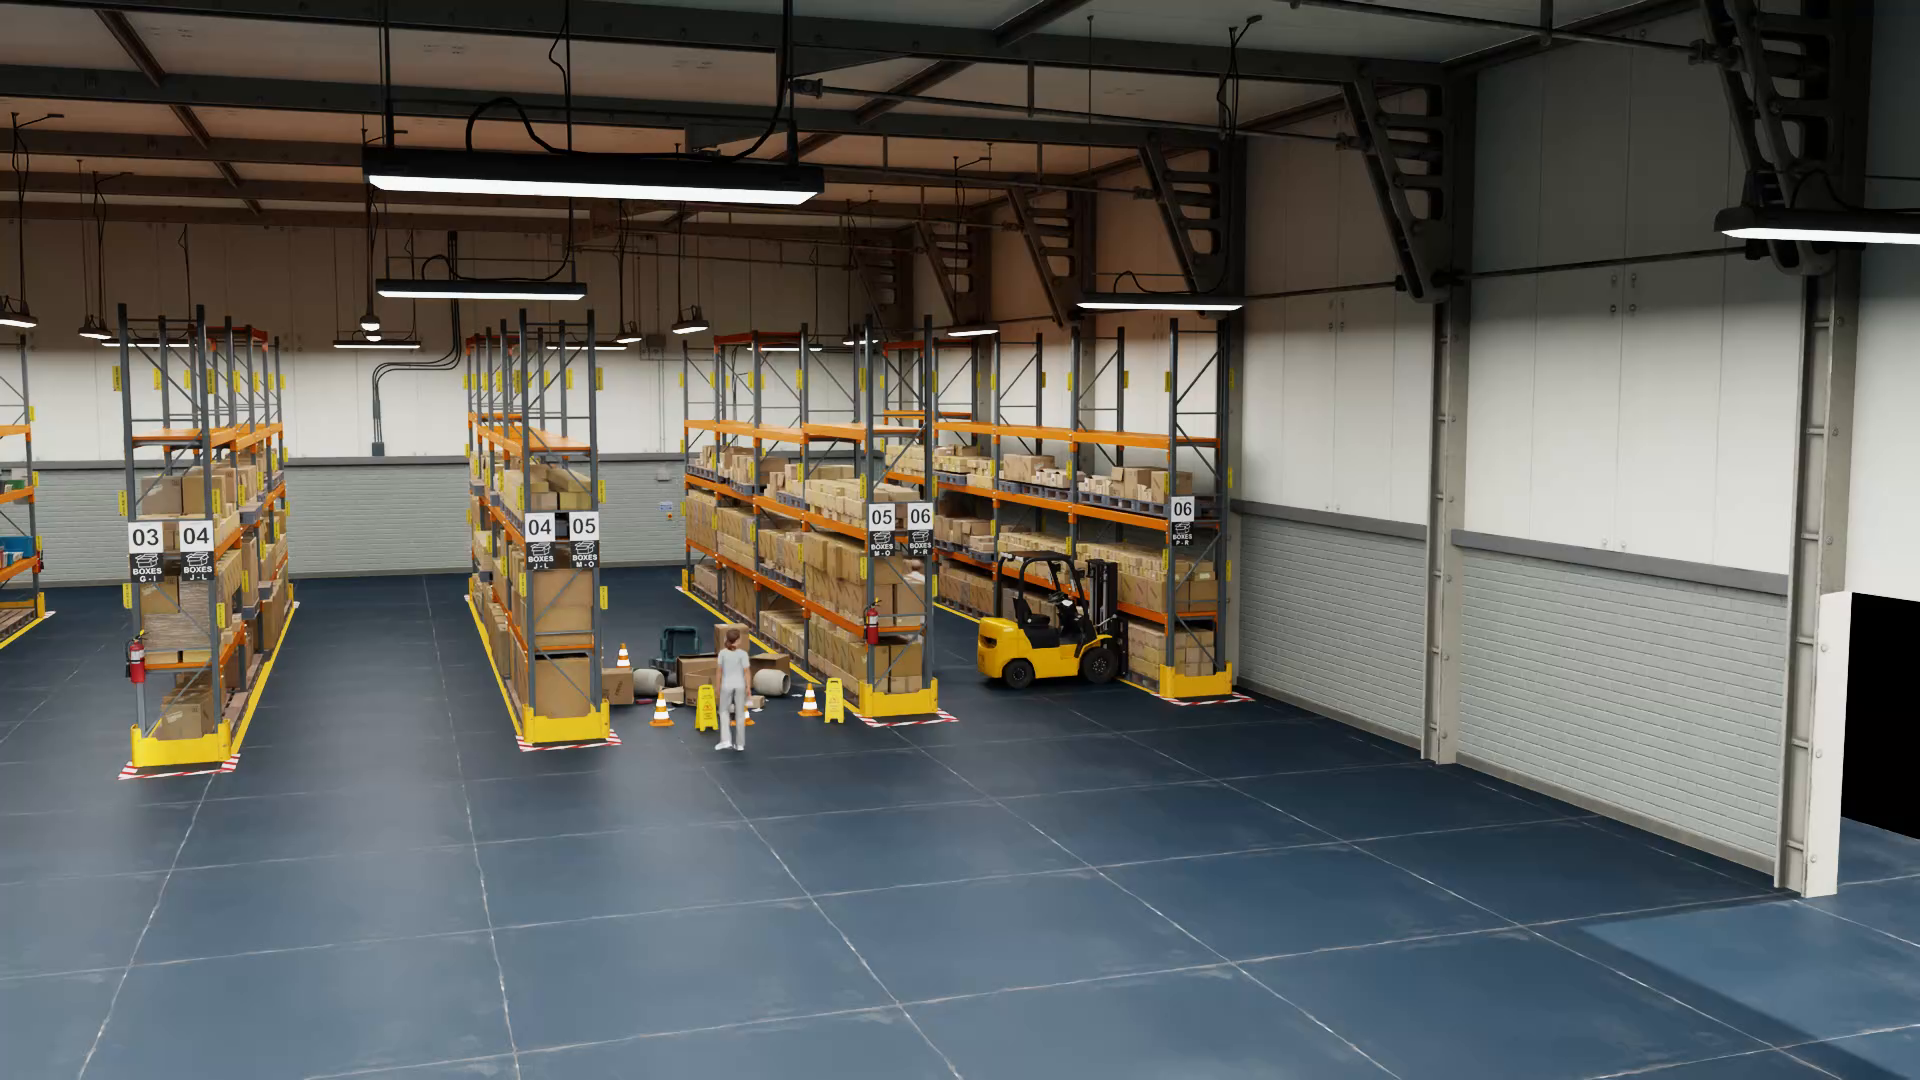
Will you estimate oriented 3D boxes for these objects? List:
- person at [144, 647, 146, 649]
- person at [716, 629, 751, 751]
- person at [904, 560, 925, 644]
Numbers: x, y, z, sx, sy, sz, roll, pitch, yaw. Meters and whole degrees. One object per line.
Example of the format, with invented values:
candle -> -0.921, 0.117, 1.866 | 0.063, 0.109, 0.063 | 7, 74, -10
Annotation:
person -> -15.025, 1.239, 30.798 | 0.436, 1.671, 0.492 | -4, 6, -33
person -> -3.077, 2.030, 22.566 | 0.494, 1.681, 0.426 | 0, 5, -5
person -> -0.802, 1.247, 30.046 | 0.631, 1.768, 0.566 | -1, 5, -9
